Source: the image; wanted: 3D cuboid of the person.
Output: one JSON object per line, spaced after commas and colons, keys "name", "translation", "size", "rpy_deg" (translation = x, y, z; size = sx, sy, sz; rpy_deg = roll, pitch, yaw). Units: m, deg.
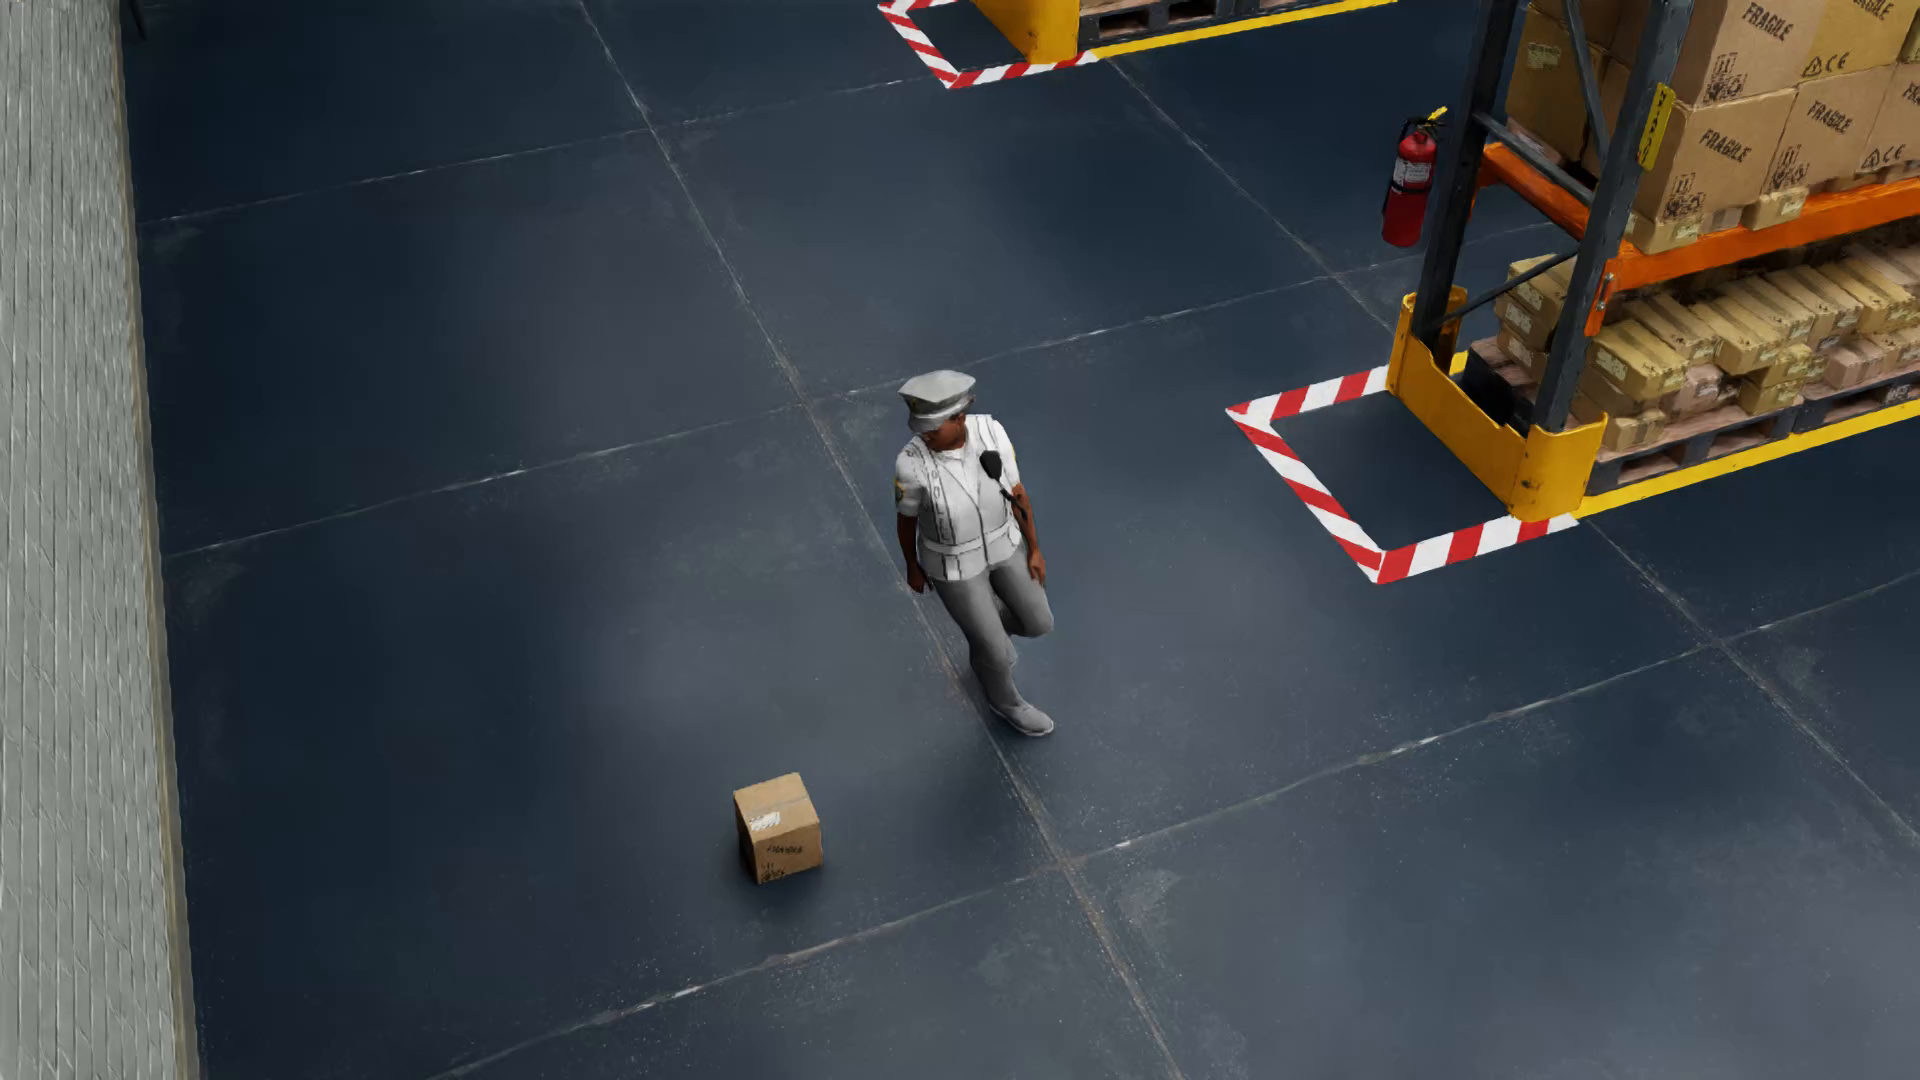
{"name": "person", "translation": [0.057, 0.071, 6.104], "size": [0.527, 1.627, 0.555], "rpy_deg": [-22, 46, -23]}
